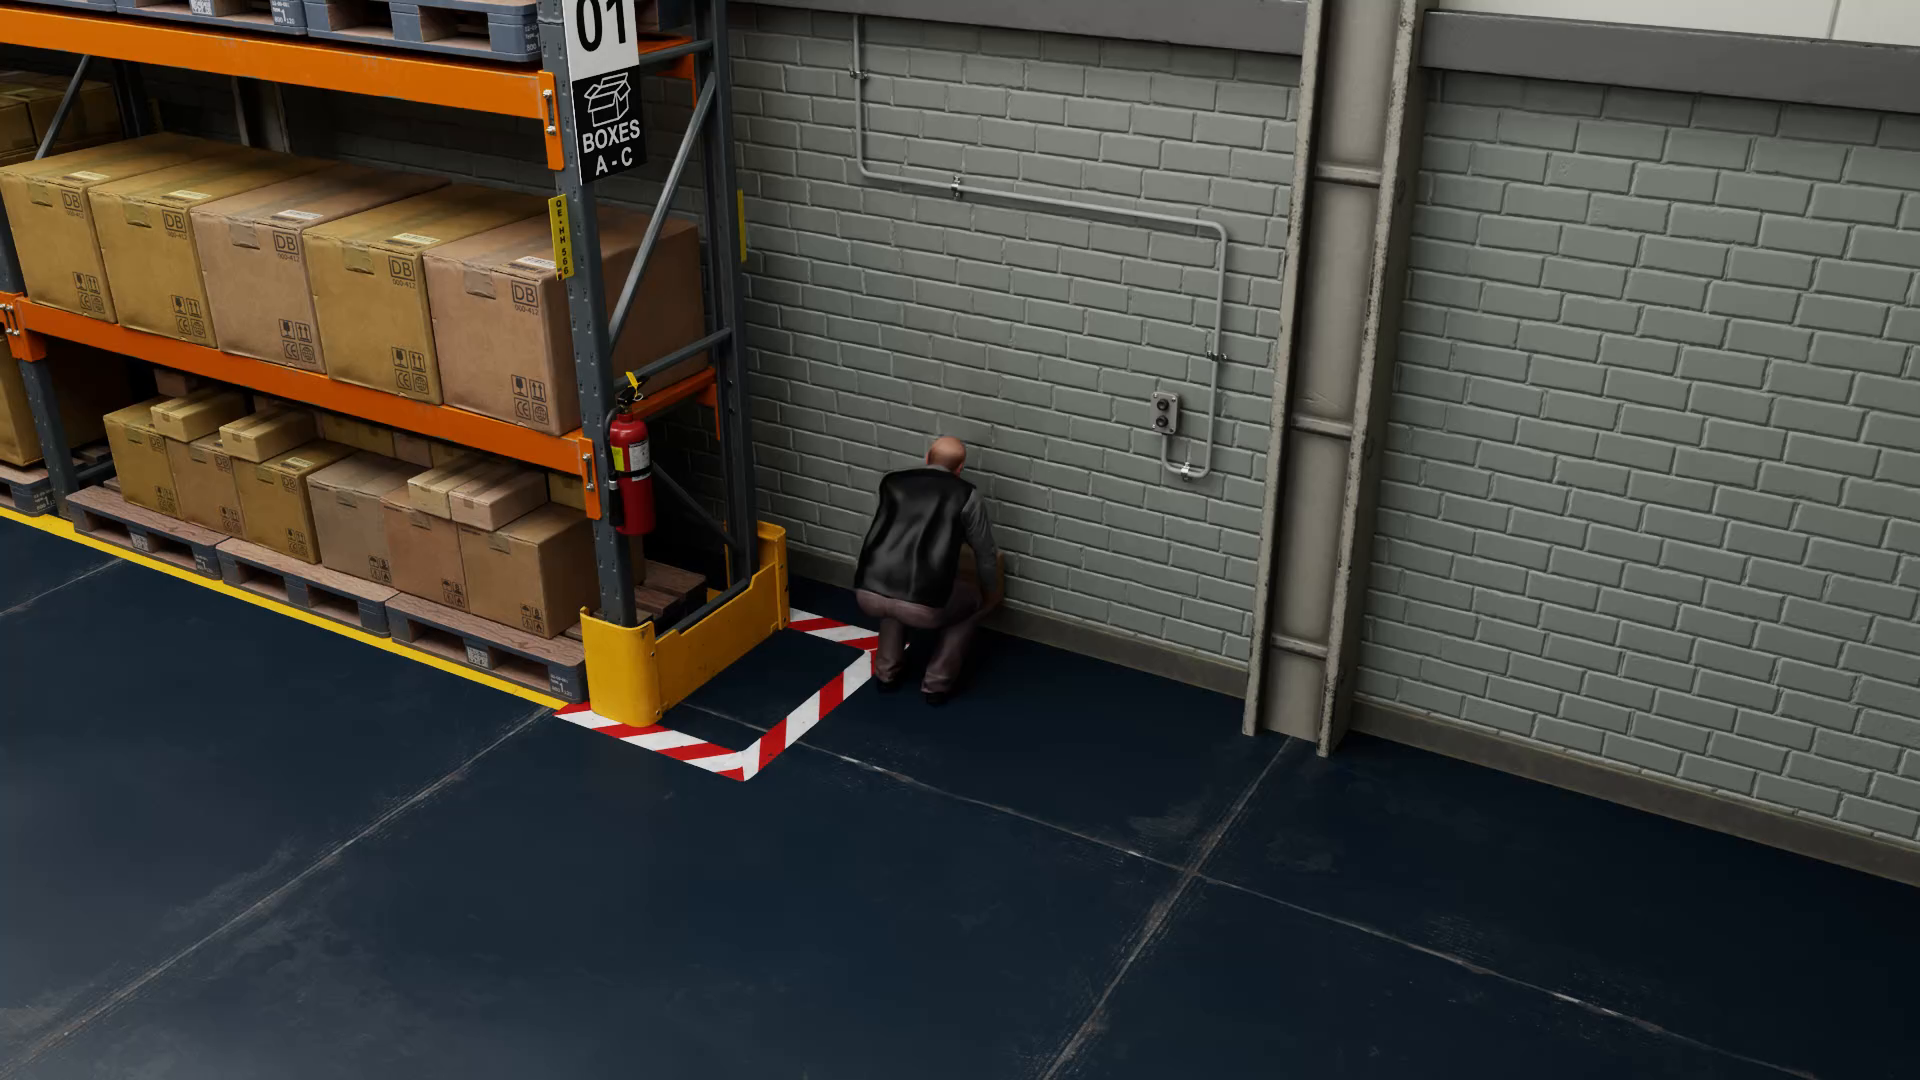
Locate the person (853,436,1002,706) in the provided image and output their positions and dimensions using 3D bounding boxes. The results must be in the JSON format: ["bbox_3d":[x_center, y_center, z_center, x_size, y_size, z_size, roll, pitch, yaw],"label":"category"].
[{"bbox_3d":[-0.177,0.182,7.590,0.558,1.003,0.831,13,29,24],"label":"person"}]
